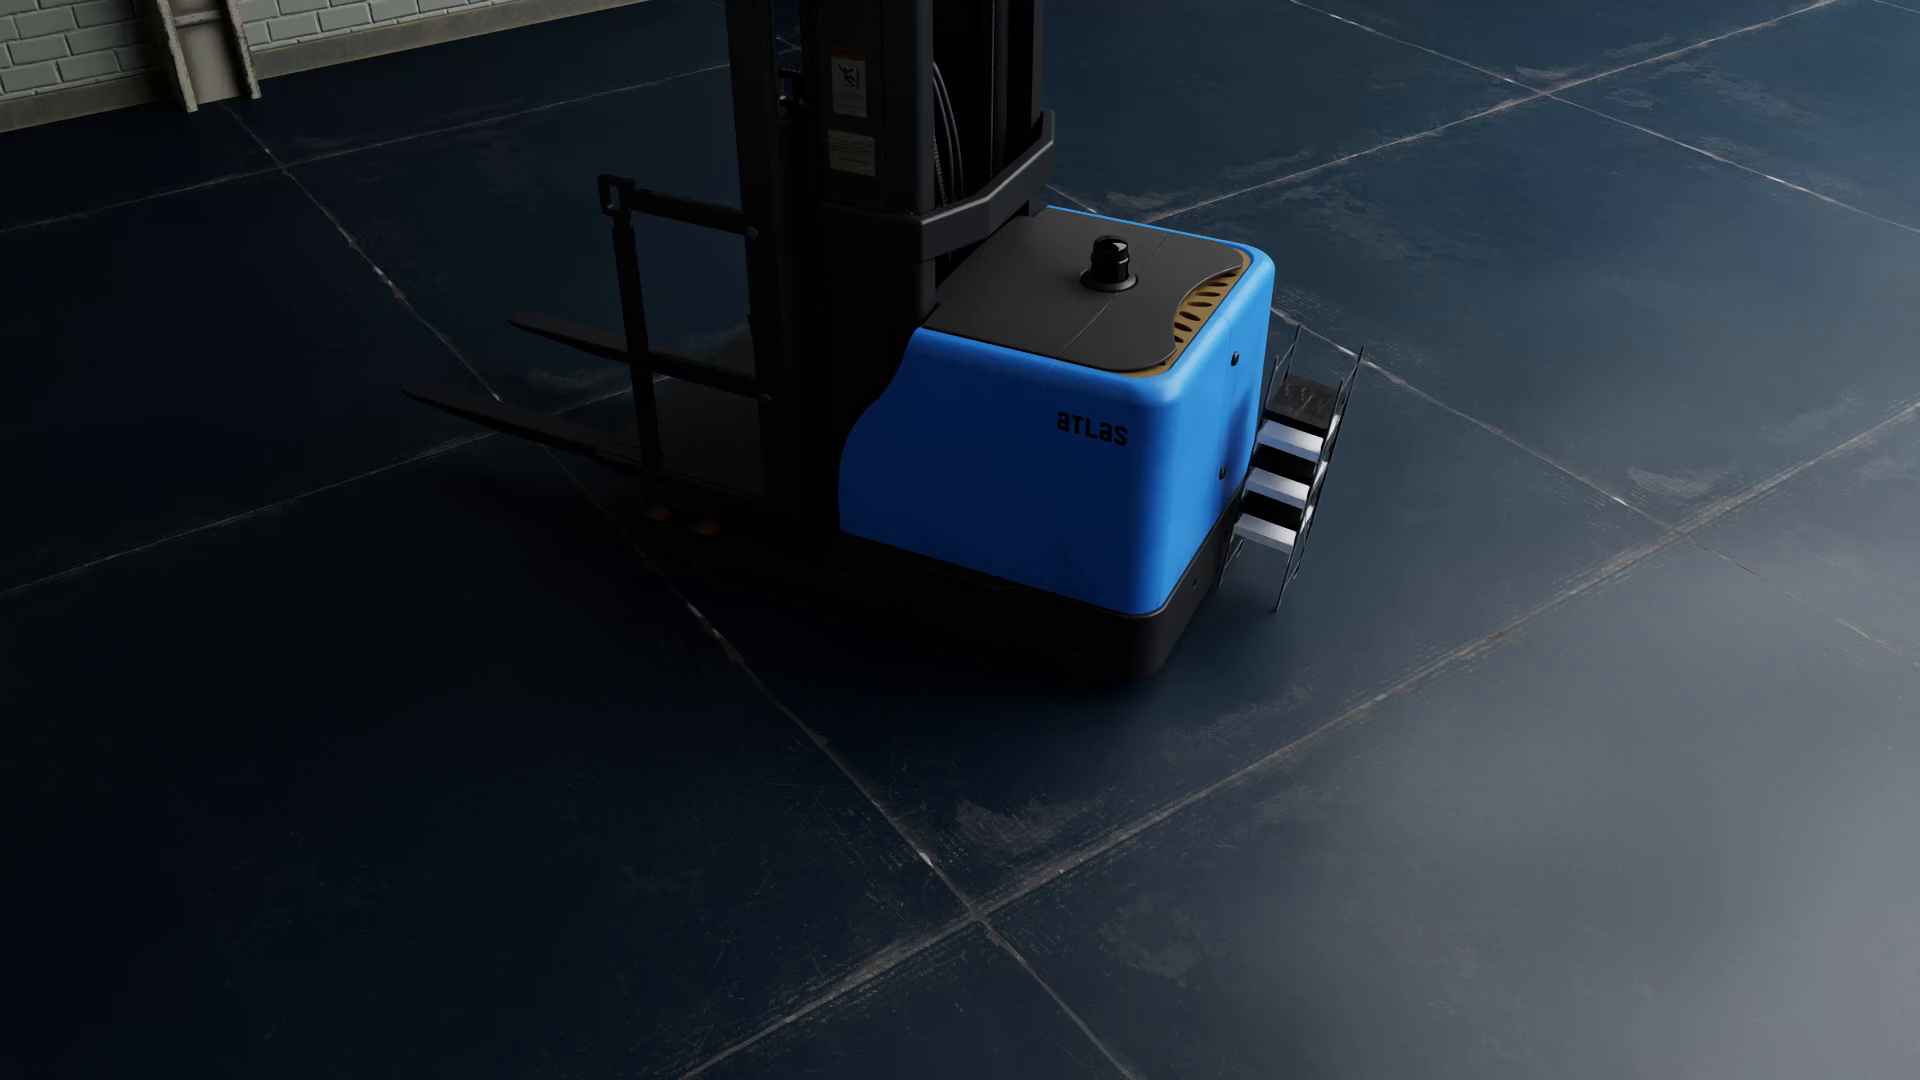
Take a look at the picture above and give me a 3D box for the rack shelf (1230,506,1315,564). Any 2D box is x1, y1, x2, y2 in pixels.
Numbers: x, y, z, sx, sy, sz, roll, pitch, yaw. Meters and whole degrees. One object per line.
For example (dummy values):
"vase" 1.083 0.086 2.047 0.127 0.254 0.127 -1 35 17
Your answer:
"rack shelf" 1.017 -0.051 5.397 0.200 0.077 0.258 21 41 17

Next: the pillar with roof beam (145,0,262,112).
"pillar with roof beam" -1.606 -4.039 3.658 0.400 9.000 9.100 -22 41 -28

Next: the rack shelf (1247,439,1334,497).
"rack shelf" 1.044 -0.261 5.230 0.200 0.077 0.258 21 41 17

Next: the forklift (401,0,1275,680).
"forklift" -0.561 -1.351 5.118 3.031 2.935 1.130 16 39 21

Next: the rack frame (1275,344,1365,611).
"rack frame" 1.128 -0.182 5.235 0.006 0.900 0.240 21 41 17

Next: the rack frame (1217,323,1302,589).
"rack frame" 0.948 -0.252 5.295 0.006 0.900 0.240 21 41 17

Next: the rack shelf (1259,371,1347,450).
"rack shelf" 1.061 -0.401 5.118 0.200 0.077 0.258 21 41 17

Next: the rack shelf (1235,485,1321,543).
"rack shelf" 1.026 -0.121 5.341 0.200 0.077 0.258 21 41 17

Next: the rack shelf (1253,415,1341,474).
"rack shelf" 1.053 -0.331 5.174 0.200 0.077 0.258 21 41 17

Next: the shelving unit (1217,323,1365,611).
"shelving unit" 1.038 -0.217 5.265 0.210 0.900 0.258 21 41 17

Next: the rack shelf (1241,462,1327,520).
"rack shelf" 1.035 -0.191 5.286 0.200 0.077 0.258 21 41 17
